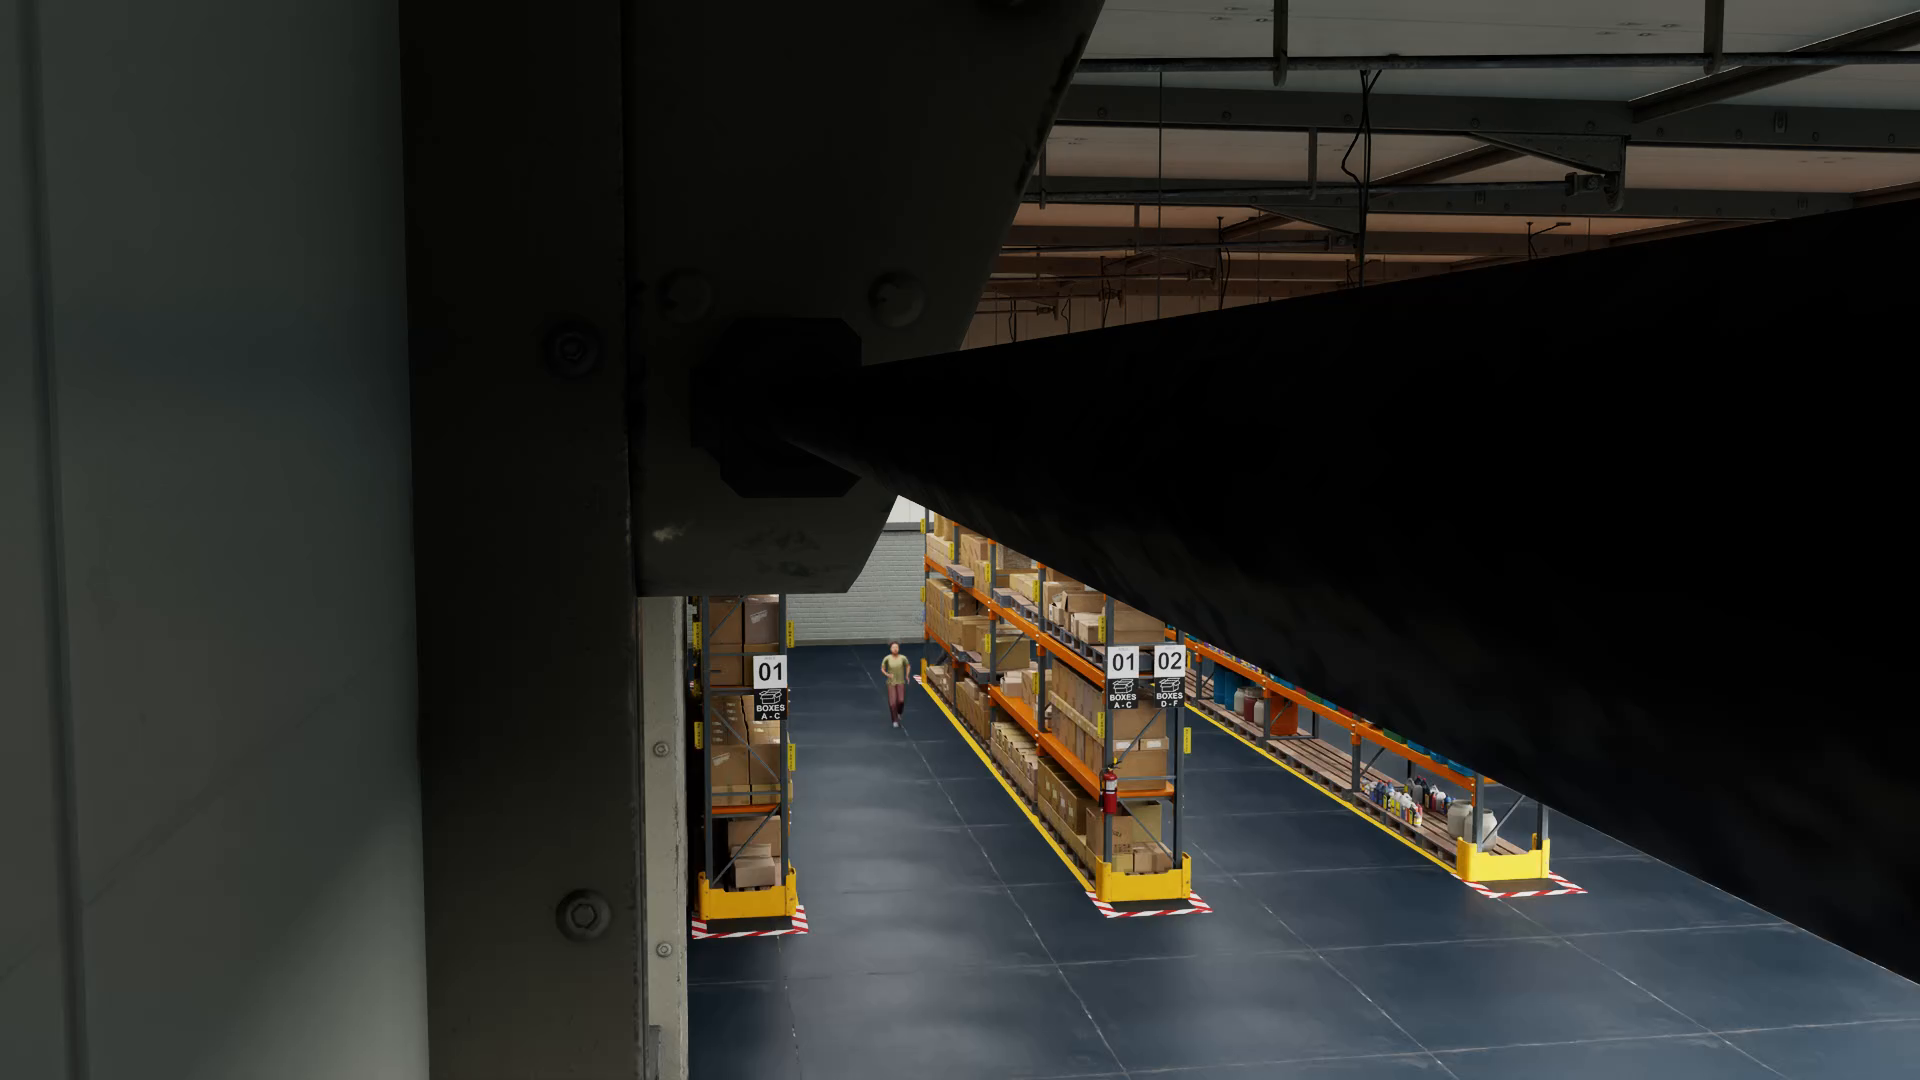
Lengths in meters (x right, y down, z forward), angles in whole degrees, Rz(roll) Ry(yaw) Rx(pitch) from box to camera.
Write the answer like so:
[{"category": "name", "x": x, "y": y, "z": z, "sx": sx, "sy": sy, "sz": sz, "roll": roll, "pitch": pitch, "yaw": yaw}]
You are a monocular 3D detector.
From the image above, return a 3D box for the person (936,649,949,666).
[{"category": "person", "x": -0.218, "y": 2.194, "z": 37.963, "sx": 0.742, "sy": 1.711, "sz": 0.566, "roll": 2, "pitch": 5, "yaw": 21}]

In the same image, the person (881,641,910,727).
[{"category": "person", "x": -1.216, "y": 2.742, "z": 31.575, "sx": 0.572, "sy": 1.631, "sz": 0.537, "roll": 0, "pitch": 5, "yaw": -5}]
